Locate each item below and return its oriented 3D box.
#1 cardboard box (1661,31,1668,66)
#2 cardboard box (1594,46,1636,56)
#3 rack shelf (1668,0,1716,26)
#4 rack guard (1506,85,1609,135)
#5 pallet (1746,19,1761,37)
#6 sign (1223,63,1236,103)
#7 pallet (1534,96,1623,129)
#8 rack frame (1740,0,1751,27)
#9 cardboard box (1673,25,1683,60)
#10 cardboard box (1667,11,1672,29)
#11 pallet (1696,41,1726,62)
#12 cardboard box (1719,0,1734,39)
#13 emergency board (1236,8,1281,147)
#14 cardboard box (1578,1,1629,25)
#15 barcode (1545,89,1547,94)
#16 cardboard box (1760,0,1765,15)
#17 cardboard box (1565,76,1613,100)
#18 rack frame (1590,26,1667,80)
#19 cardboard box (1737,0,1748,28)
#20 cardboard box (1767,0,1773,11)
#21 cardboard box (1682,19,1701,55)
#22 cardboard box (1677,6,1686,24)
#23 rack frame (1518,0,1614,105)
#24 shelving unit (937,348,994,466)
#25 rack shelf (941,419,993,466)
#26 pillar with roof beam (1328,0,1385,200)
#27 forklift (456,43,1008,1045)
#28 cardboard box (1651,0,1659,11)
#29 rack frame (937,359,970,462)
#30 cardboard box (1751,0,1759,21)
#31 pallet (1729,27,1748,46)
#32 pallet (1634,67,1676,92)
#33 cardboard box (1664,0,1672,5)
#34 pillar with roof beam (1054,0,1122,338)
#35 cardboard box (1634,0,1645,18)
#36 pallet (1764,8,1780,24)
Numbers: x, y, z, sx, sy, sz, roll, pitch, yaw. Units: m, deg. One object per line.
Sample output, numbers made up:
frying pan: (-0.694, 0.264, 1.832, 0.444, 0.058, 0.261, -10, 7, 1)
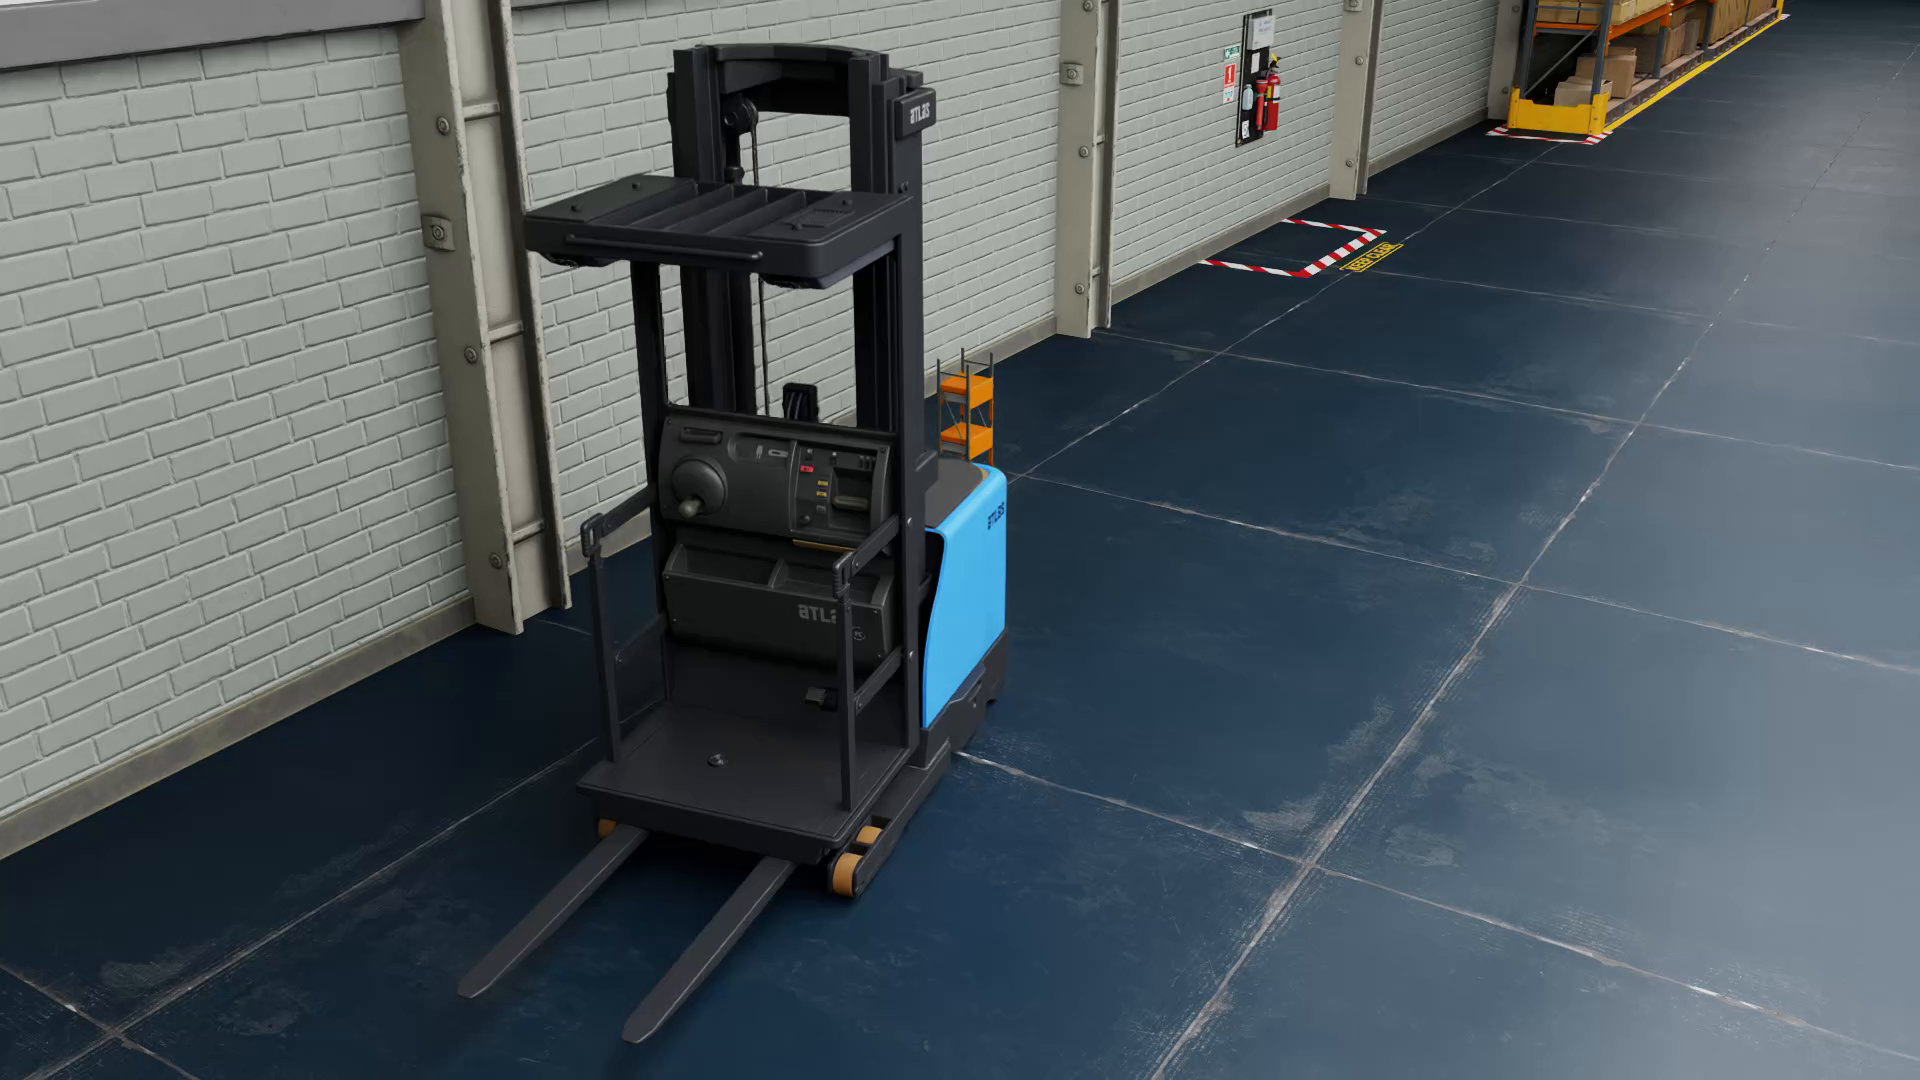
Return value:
cardboard box: (10.367, -7.507, 25.408, 0.700, 0.500, 0.500, 13, 27, 28)
cardboard box: (9.249, -6.712, 23.570, 0.500, 0.500, 0.500, 12, 26, 25)
rack shelf: (10.818, -8.360, 25.692, 1.077, 0.370, 4.000, 14, 27, 29)
rack guard: (7.693, -5.544, 21.427, 1.175, 0.500, 0.348, 14, 27, 29)
pallet: (14.450, -9.676, 31.336, 1.003, 0.211, 1.213, 14, 27, 29)
sign: (2.407, -4.083, 14.861, 0.001, 0.329, 0.234, 14, 27, 29)
pallet: (8.151, -5.678, 22.101, 1.003, 0.211, 1.213, 14, 27, 29)
rack frame: (13.983, -10.716, 30.227, 1.000, 3.000, 0.127, 14, 27, 29)
cardboard box: (10.929, -7.843, 26.185, 0.700, 0.500, 0.500, 14, 27, 29)
cardboard box: (10.638, -7.992, 25.584, 0.500, 0.250, 0.500, 13, 27, 27)
pallet: (12.353, -8.336, 28.241, 1.003, 0.211, 1.213, 14, 27, 29)
cardboard box: (12.840, -9.087, 28.642, 0.750, 0.750, 0.750, 14, 27, 29)
emergency board: (2.786, -4.232, 15.250, 0.194, 1.169, 0.643, 14, 27, 29)
cardboard box: (8.180, -6.704, 21.124, 0.500, 0.250, 0.500, 13, 27, 27)
barcode: (7.764, -5.942, 22.020, 0.001, 0.075, 0.075, 14, 27, 29)
cardboard box: (15.280, -10.515, 32.382, 0.700, 0.500, 0.500, 13, 27, 27)
cardboard box: (8.395, -6.041, 22.258, 0.500, 0.311, 0.500, 16, 28, 33)
rack frame: (9.763, -8.015, 23.990, 1.000, 3.000, 0.127, 14, 27, 29)
cardboard box: (13.750, -9.675, 30.001, 0.750, 0.750, 0.750, 14, 27, 30)
cardboard box: (15.808, -10.854, 33.165, 0.700, 0.500, 0.500, 14, 27, 29)
cardboard box: (11.537, -8.166, 26.931, 0.700, 0.500, 0.500, 14, 27, 30)
cardboard box: (11.183, -8.331, 26.368, 0.500, 0.250, 0.500, 14, 27, 30)
rack frame: (7.653, -6.665, 20.871, 1.000, 3.000, 0.127, 14, 27, 29)
shelving unit: (0.028, -0.500, 9.083, 0.215, 1.050, 0.252, 14, 27, 29)
rack shelf: (0.028, -0.490, 9.087, 0.215, 0.259, 0.240, 14, 27, 29)
pillar with roof beam: (7.780, -6.909, 13.882, 9.100, 9.000, 0.400, 14, 27, 29)
forklift: (-0.774, -0.202, 6.026, 1.130, 2.935, 3.031, 8, 25, 19)
cardboard box: (9.248, -7.393, 22.716, 0.500, 0.250, 0.500, 14, 27, 29)
rack frame: (-0.036, -0.459, 8.988, 0.200, 1.050, 0.008, 14, 27, 29)
cardboard box: (14.732, -10.161, 31.564, 0.700, 0.500, 0.500, 14, 27, 28)
pallet: (13.640, -9.160, 30.143, 1.003, 0.211, 1.213, 14, 27, 29)
pallet: (10.172, -6.999, 25.152, 1.003, 0.211, 1.213, 14, 27, 29)
cardboard box: (9.770, -7.732, 23.500, 0.500, 0.250, 0.500, 14, 27, 29)
pillar with roof beam: (4.615, -4.884, 9.204, 9.100, 9.000, 0.400, 14, 27, 29)
cardboard box: (8.716, -7.053, 21.930, 0.500, 0.250, 0.500, 13, 27, 28)
pallet: (15.737, -10.500, 33.238, 1.003, 0.211, 1.213, 14, 27, 29)
